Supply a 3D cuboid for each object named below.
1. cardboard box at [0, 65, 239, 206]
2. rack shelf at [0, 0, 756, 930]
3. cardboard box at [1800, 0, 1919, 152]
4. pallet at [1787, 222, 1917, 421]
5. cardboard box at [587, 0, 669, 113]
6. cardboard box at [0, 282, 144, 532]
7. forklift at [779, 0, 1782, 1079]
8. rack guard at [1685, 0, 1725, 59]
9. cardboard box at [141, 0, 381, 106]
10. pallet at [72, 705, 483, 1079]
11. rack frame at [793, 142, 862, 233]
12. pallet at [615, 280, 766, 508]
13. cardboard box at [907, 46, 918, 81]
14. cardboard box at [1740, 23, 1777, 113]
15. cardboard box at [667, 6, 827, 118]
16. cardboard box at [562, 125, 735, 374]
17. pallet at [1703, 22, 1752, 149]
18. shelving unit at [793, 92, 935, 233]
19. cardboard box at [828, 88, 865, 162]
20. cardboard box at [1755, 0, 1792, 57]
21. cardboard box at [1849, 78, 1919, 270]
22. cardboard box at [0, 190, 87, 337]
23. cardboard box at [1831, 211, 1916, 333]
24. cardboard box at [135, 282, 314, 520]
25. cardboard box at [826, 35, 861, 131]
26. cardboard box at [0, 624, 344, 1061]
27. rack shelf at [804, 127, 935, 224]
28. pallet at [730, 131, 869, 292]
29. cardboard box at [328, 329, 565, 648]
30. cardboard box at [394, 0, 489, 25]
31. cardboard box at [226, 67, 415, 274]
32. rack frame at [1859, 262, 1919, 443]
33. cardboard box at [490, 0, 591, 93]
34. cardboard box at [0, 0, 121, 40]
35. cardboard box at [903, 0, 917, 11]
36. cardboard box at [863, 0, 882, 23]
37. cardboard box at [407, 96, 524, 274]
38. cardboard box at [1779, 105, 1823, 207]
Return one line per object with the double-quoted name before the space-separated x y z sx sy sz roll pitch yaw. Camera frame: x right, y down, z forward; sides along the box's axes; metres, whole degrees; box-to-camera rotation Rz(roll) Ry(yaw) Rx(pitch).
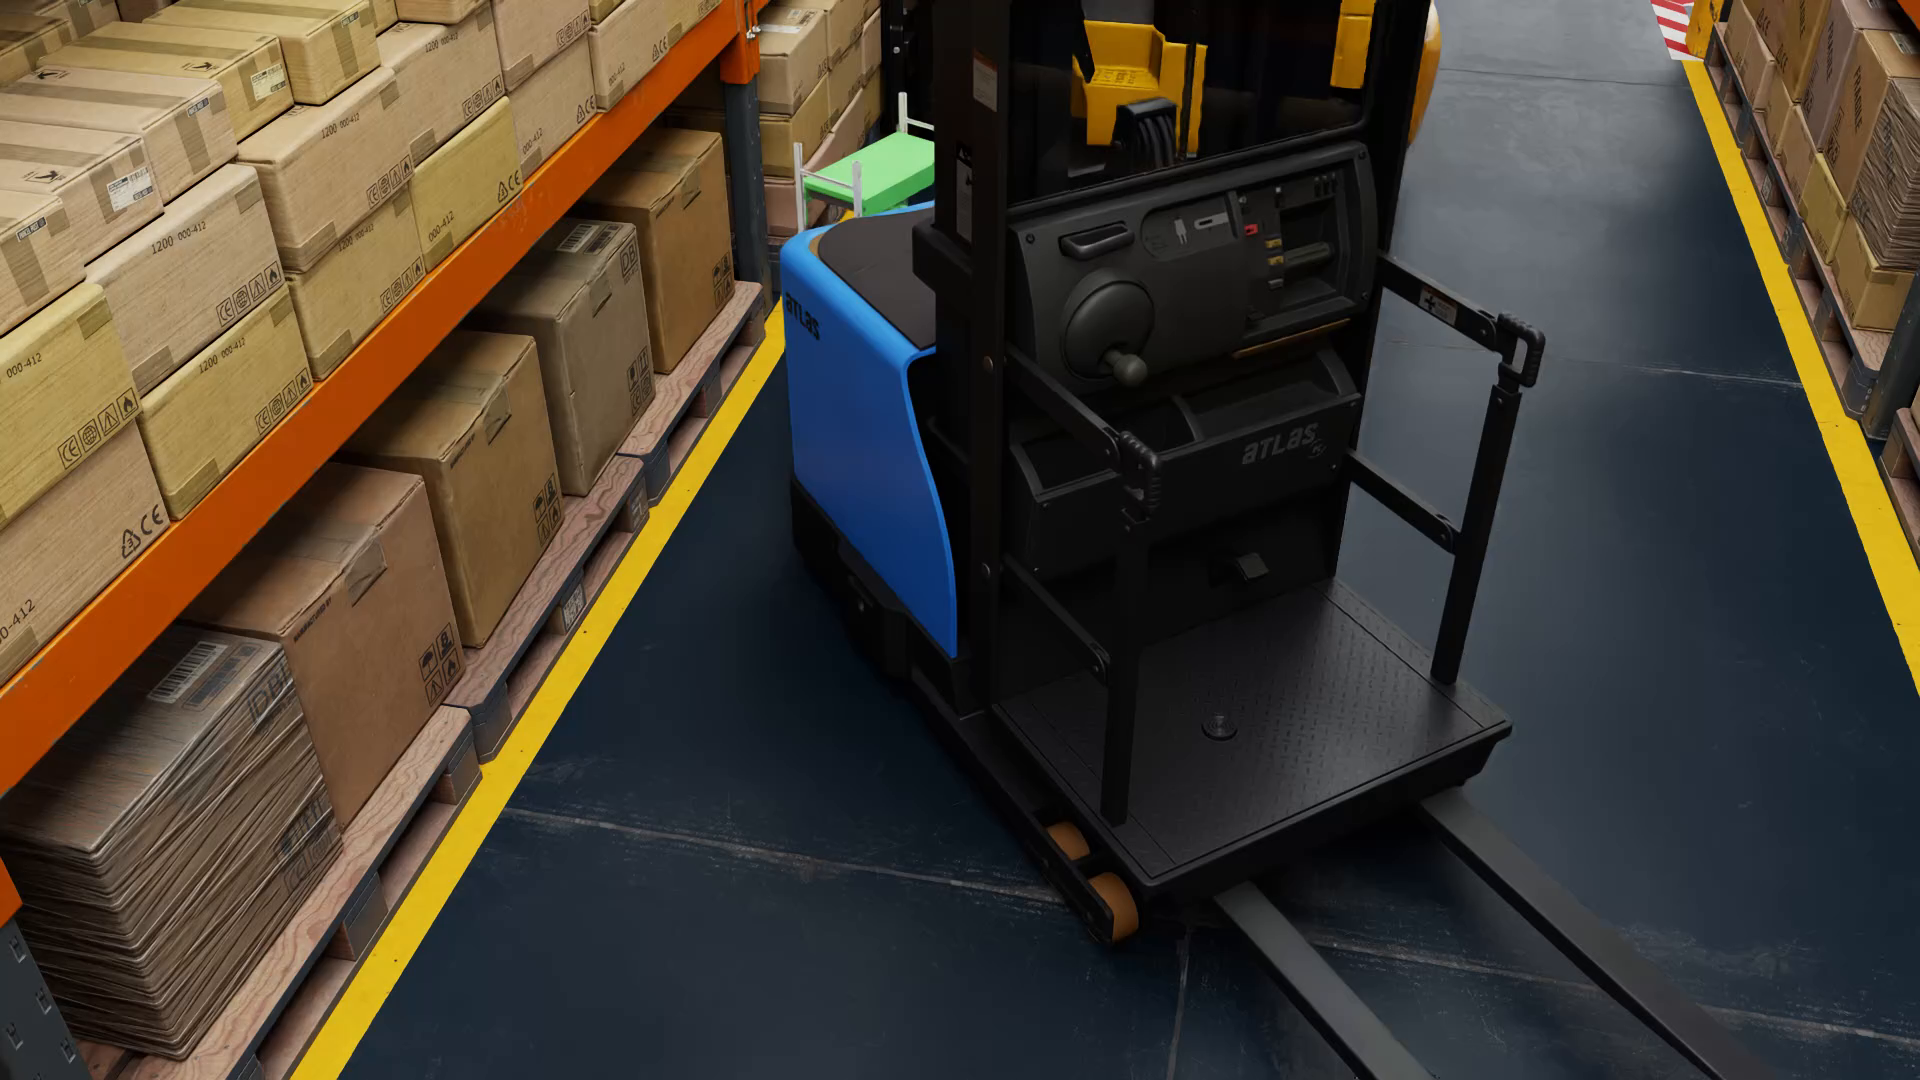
"cardboard box" -1.599 -0.758 3.102 0.380 0.149 0.250 8 37 10
"rack shelf" -1.657 -0.709 4.286 1.077 0.370 4.000 7 37 10
"cardboard box" 3.700 -1.845 6.585 0.500 0.500 0.500 9 37 12
"pallet" 3.729 -0.787 6.157 1.003 0.211 1.213 7 37 10
"cardboard box" -1.183 -1.476 4.858 0.500 0.250 0.500 7 37 10
"cardboard box" -1.726 -0.216 2.694 0.500 0.250 0.500 7 37 10
"forklift" 0.646 -0.542 3.501 1.130 2.935 3.031 -18 40 -23
"rack guard" 4.459 -2.765 8.638 1.175 0.500 0.348 7 37 10
"cardboard box" -1.463 -1.044 3.497 0.380 0.149 0.250 8 37 11
"pallet" -1.870 0.808 3.955 1.003 0.211 1.213 7 37 10
"rack frame" -0.379 -0.615 5.076 0.240 1.200 0.015 24 42 29
"pallet" -1.349 -0.591 5.885 1.003 0.211 1.213 7 37 10
"cardboard box" -0.487 -2.318 7.877 0.500 0.250 0.500 8 37 11
"cardboard box" 3.916 -2.158 7.656 0.500 0.250 0.500 9 37 12
"cardboard box" -0.820 -1.847 6.375 0.500 0.250 0.500 7 36 9
"cardboard box" -1.330 -1.055 5.815 0.875 0.625 0.625 9 37 12
"pallet" 4.251 -2.186 8.087 1.003 0.211 1.213 7 37 10
"shelving unit" -0.233 -0.730 5.234 0.258 1.200 0.503 24 42 29
"cardboard box" -0.709 -1.733 7.070 0.500 0.250 0.500 7 36 9
"cardboard box" 3.921 -2.439 7.405 0.500 0.500 0.500 6 36 8
"cardboard box" 3.485 -1.260 5.779 0.500 0.500 0.500 7 36 9
"cardboard box" -1.672 -0.456 2.685 0.380 0.149 0.250 8 37 11
"cardboard box" 3.484 -0.956 5.999 0.500 0.250 0.500 9 37 12
"cardboard box" -1.638 -0.305 3.242 0.500 0.250 0.500 7 36 9
"cardboard box" -0.719 -1.934 6.921 0.500 0.250 0.500 7 37 10
"cardboard box" -1.937 0.582 3.557 0.875 0.625 0.625 8 37 11
"rack shelf" -0.233 -1.066 4.990 0.258 0.148 0.480 24 42 29
"pallet" -1.019 -1.469 7.097 1.003 0.211 1.213 7 37 10
"cardboard box" -1.662 -0.180 4.608 0.875 0.625 0.625 6 36 8
"cardboard box" -1.310 -1.329 3.889 0.380 0.149 0.250 6 36 9
"cardboard box" -1.513 -0.804 3.505 0.500 0.250 0.500 6 36 9
"rack frame" 3.621 -1.527 4.801 1.000 3.000 0.127 7 37 10
"cardboard box" -1.302 -1.387 4.310 0.500 0.250 0.500 8 37 11
"cardboard box" -2.063 -1.117 3.597 0.380 0.149 0.250 7 36 9
"cardboard box" -0.491 -2.510 7.716 0.500 0.250 0.500 7 37 10
"cardboard box" -0.605 -2.425 7.173 0.500 0.250 0.500 9 37 12
"cardboard box" -1.422 -0.898 4.061 0.500 0.250 0.500 8 37 11
"cardboard box" 3.701 -1.554 6.823 0.500 0.250 0.500 8 37 11
